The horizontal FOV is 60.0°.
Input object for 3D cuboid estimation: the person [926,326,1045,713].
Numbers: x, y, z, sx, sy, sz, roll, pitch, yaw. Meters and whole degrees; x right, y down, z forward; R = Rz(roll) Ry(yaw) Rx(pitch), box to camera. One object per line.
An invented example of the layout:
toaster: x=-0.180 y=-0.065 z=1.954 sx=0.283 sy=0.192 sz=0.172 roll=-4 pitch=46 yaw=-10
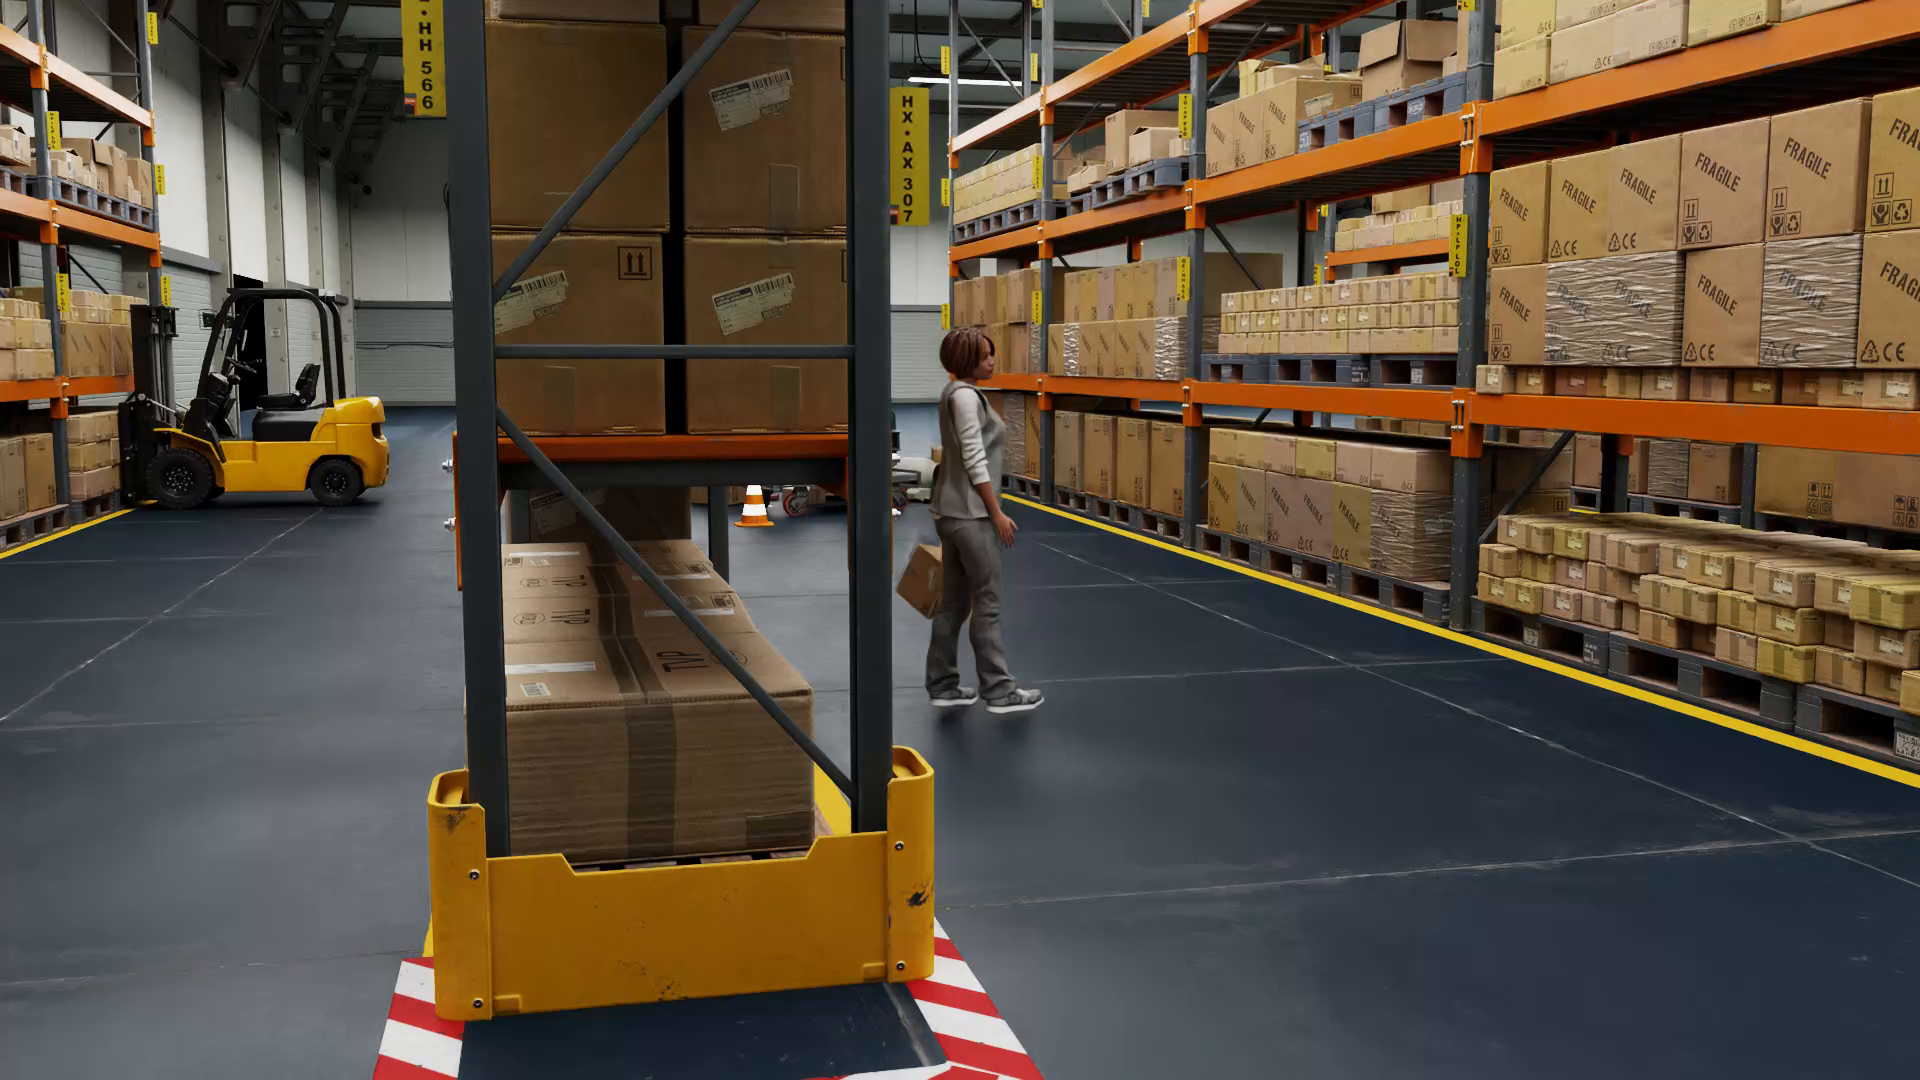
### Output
person: x=0.105 y=-0.077 z=6.874 sx=0.484 sy=1.603 sz=0.466 roll=-1 pitch=6 yaw=-9
